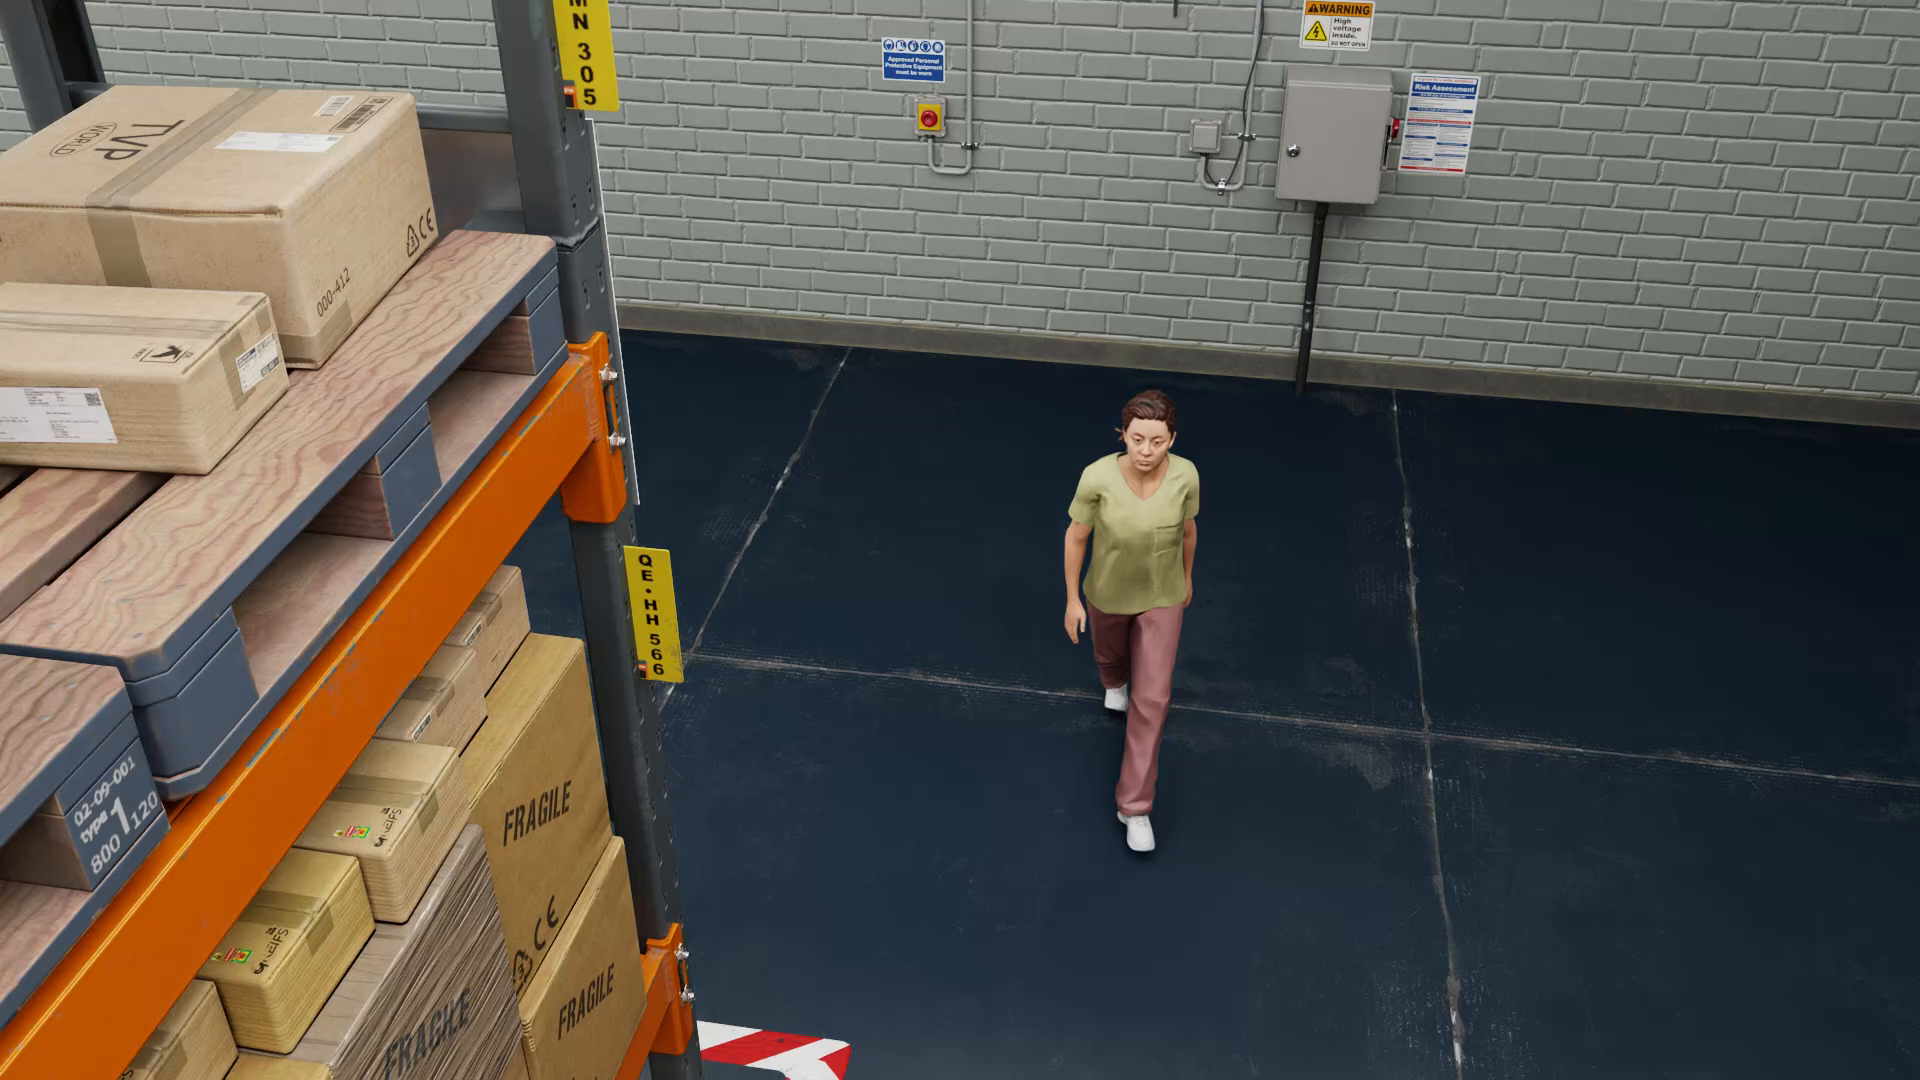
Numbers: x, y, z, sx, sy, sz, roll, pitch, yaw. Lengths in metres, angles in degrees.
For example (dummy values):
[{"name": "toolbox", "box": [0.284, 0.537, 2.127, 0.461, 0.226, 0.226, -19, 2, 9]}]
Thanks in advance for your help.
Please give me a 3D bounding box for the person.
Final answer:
[{"name": "person", "box": [0.597, 0.180, 5.877, 0.463, 1.619, 1.047, 3, 33, 5]}]
